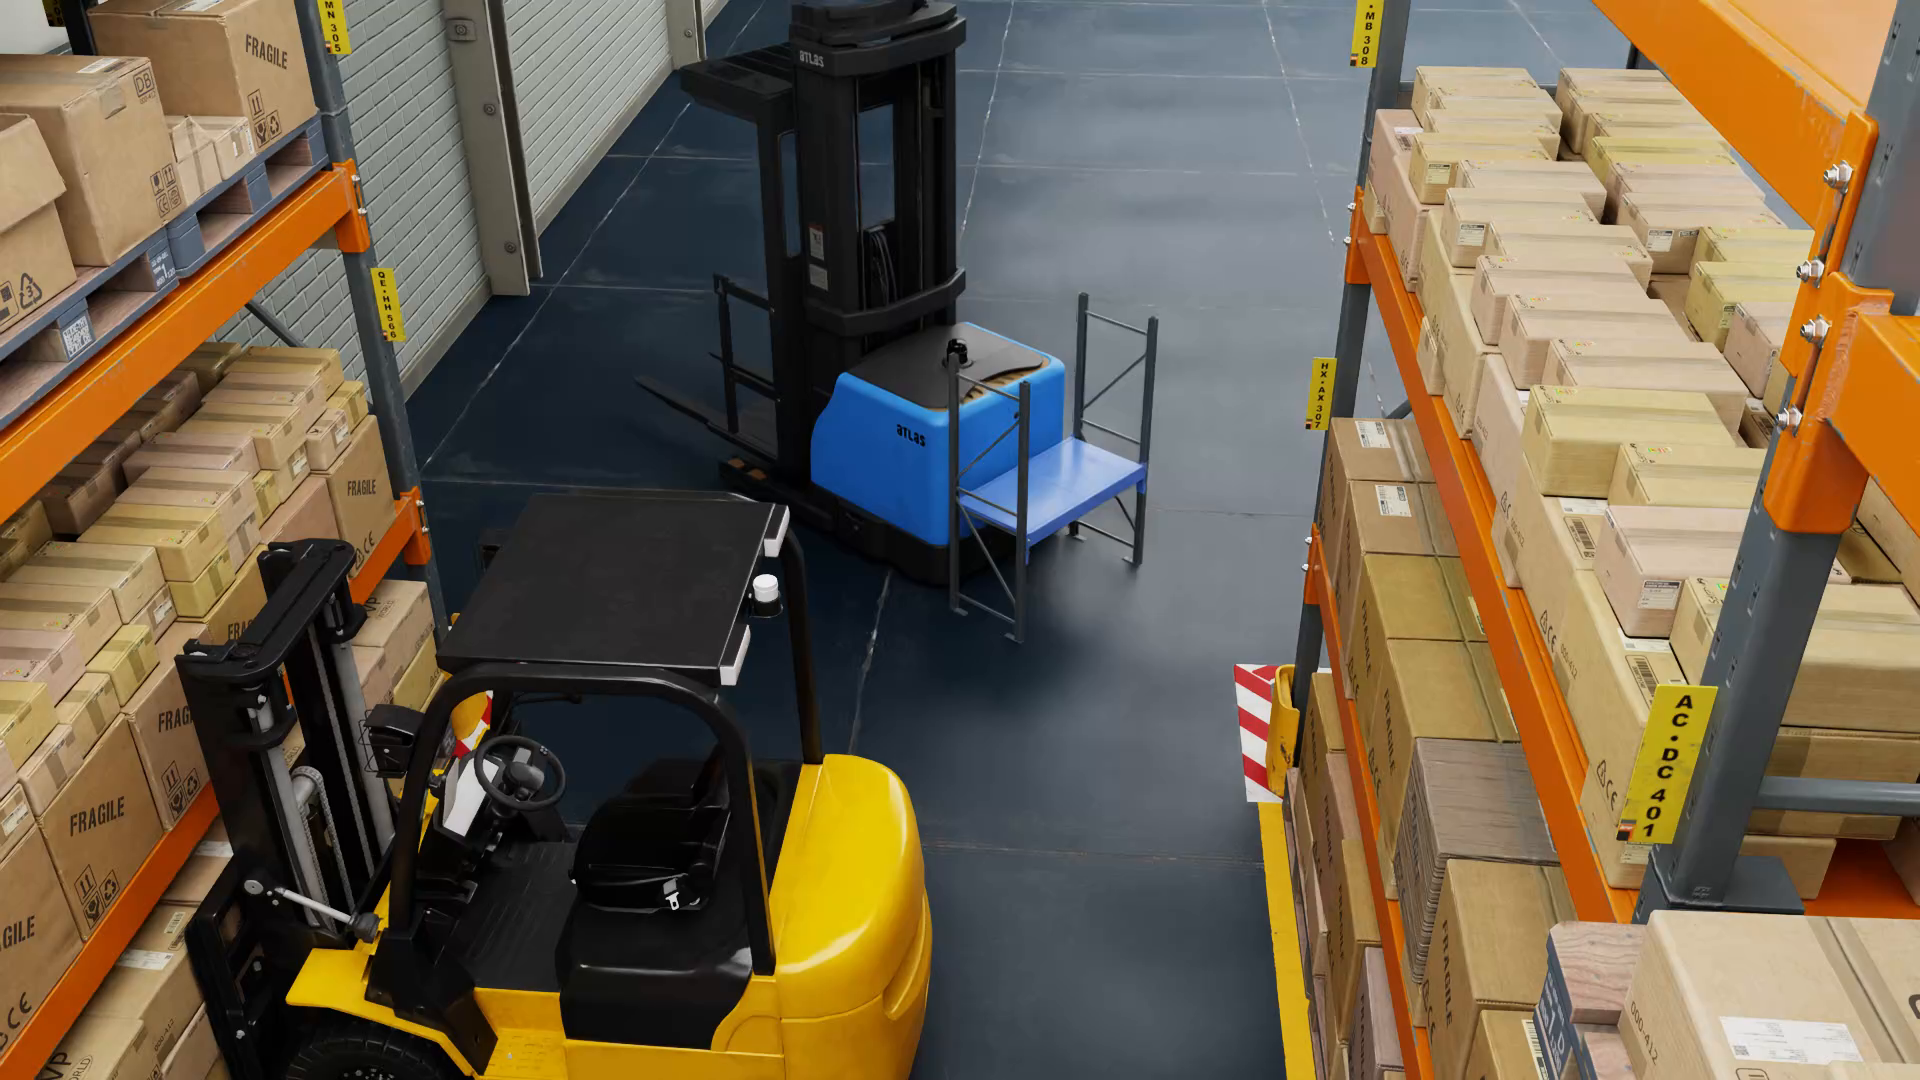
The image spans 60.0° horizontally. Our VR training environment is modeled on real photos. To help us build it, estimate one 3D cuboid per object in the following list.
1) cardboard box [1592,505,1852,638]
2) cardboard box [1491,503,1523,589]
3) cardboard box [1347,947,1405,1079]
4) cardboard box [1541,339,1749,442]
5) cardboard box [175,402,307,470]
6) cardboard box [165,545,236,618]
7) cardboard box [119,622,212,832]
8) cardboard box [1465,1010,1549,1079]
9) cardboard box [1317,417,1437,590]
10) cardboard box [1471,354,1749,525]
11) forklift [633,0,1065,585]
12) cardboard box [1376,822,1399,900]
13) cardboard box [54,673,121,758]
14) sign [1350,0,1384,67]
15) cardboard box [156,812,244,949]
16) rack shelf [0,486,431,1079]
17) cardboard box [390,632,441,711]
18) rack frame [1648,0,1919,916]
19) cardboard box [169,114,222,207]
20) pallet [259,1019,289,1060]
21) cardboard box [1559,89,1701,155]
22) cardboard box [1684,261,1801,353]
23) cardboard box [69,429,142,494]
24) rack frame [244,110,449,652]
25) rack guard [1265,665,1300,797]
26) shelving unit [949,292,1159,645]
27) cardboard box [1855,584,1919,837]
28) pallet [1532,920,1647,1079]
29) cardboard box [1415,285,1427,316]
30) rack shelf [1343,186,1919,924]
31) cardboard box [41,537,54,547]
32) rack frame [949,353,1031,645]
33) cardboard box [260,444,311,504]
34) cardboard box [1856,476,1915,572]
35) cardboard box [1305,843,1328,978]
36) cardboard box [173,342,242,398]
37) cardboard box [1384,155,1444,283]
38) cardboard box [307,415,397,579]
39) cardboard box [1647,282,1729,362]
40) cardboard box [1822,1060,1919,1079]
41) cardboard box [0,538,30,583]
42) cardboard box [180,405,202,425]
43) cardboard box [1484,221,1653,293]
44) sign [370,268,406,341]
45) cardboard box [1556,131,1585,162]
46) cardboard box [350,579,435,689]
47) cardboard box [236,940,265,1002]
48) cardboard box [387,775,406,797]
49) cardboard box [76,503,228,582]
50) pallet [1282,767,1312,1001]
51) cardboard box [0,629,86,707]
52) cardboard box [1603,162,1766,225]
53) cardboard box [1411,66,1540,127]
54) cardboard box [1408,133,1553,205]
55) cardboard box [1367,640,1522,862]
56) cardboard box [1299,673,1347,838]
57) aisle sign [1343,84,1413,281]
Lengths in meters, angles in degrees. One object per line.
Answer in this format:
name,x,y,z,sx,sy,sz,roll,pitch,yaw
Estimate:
cardboard box,1.450,0.062,3.190,0.380,0.149,0.250,2,32,3
cardboard box,1.517,0.001,4.050,0.380,0.149,0.250,3,32,5
cardboard box,1.558,1.705,5.410,0.500,0.500,0.500,4,32,7
cardboard box,1.575,-0.344,3.849,0.380,0.149,0.250,2,32,3
cardboard box,-2.727,-0.396,6.317,0.380,0.149,0.250,3,32,5
cardboard box,-2.753,0.131,5.745,0.380,0.149,0.250,3,32,4
cardboard box,-2.826,0.613,5.582,0.500,0.500,0.500,3,32,4
cardboard box,1.486,1.474,3.900,0.500,0.500,0.500,2,32,3
cardboard box,1.708,-0.139,6.517,0.500,0.500,0.500,2,32,3
cardboard box,1.561,-0.226,4.038,0.500,0.250,0.500,2,32,3
forklift,-0.811,-1.674,9.452,3.031,2.935,1.130,27,41,37
cardboard box,1.535,1.012,5.268,0.380,0.149,0.250,3,32,4
cardboard box,-2.829,0.534,5.091,0.380,0.149,0.250,1,32,2
sign,1.482,-1.877,6.026,0.100,0.325,0.005,2,32,4
cardboard box,-2.767,1.201,5.990,0.500,0.250,0.500,2,32,3
rack shelf,-3.087,0.937,5.837,1.077,0.370,4.000,2,32,4
cardboard box,-2.652,0.631,7.391,0.500,0.250,0.500,2,32,3
rack frame,1.698,-0.668,2.036,1.000,3.000,0.127,2,32,4
cardboard box,-2.710,-1.278,5.518,0.396,0.266,0.258,3,32,4
pallet,-3.047,1.810,6.393,1.003,0.211,1.213,2,32,4
cardboard box,2.231,-1.392,5.551,0.380,0.149,0.250,3,32,5
cardboard box,2.093,-0.590,4.250,0.380,0.149,0.250,3,32,5
cardboard box,-3.262,-0.291,6.147,0.380,0.149,0.250,3,32,4
rack frame,-2.924,-0.415,7.345,1.000,3.000,0.127,2,32,4
rack guard,2.017,0.899,7.596,1.175,0.500,0.348,2,32,4
shelving unit,0.481,-0.386,8.727,0.538,1.500,1.048,25,40,35
cardboard box,2.006,0.328,3.139,0.500,0.250,0.500,2,32,3
pallet,1.541,1.008,2.356,1.213,0.211,1.003,2,32,4
cardboard box,1.689,-0.807,5.361,0.380,0.149,0.250,2,32,4
rack shelf,1.860,-0.130,4.709,1.077,0.370,4.000,2,32,4
cardboard box,-3.386,0.102,5.793,0.380,0.149,0.250,4,32,6
rack frame,0.140,-0.189,8.407,0.500,1.500,0.032,25,40,35
cardboard box,-2.747,-0.273,6.400,0.380,0.149,0.250,3,32,5
cardboard box,2.071,-0.049,3.371,0.380,0.149,0.250,1,32,2
cardboard box,1.633,1.463,6.518,0.500,0.250,0.500,4,32,6
cardboard box,-3.165,-0.694,6.801,0.380,0.149,0.250,2,32,3
cardboard box,1.666,-1.031,5.344,0.500,0.250,0.500,2,32,3
cardboard box,-2.703,-0.189,6.883,0.500,0.500,0.500,2,32,3
cardboard box,2.132,-0.467,4.430,0.500,0.250,0.500,3,32,4
cardboard box,1.220,0.831,1.730,0.500,0.250,0.500,2,32,3
cardboard box,-3.319,0.113,5.490,0.380,0.149,0.250,3,32,4
cardboard box,-3.167,-0.436,6.665,0.380,0.149,0.250,2,32,4
cardboard box,1.636,-0.743,4.498,0.380,0.149,0.250,3,32,5
sign,-2.385,-0.979,6.930,0.100,0.325,0.005,2,32,4
cardboard box,2.250,-1.266,5.726,0.500,0.250,0.500,2,32,3
cardboard box,-2.651,0.405,7.282,0.500,0.250,0.500,3,32,6
cardboard box,-2.769,1.426,6.102,0.500,0.250,0.500,2,32,4
cardboard box,-2.698,1.095,7.115,0.500,0.250,0.500,2,32,4
cardboard box,-2.747,0.007,5.662,0.380,0.149,0.250,3,32,5
pallet,1.916,1.445,6.985,1.003,0.211,1.213,2,32,4
cardboard box,-2.902,0.400,5.025,0.380,0.149,0.250,2,32,4
cardboard box,2.129,-1.000,4.914,0.380,0.149,0.250,2,32,4
cardboard box,1.791,-1.538,5.787,0.380,0.149,0.250,2,32,4
cardboard box,1.610,-1.149,5.156,0.380,0.149,0.250,2,32,4
cardboard box,1.596,0.665,5.213,0.500,0.500,0.500,2,32,3
cardboard box,1.681,0.890,6.733,0.500,0.500,0.500,1,32,2
aisle sign,1.719,-1.358,6.396,0.394,0.787,0.004,2,32,4
